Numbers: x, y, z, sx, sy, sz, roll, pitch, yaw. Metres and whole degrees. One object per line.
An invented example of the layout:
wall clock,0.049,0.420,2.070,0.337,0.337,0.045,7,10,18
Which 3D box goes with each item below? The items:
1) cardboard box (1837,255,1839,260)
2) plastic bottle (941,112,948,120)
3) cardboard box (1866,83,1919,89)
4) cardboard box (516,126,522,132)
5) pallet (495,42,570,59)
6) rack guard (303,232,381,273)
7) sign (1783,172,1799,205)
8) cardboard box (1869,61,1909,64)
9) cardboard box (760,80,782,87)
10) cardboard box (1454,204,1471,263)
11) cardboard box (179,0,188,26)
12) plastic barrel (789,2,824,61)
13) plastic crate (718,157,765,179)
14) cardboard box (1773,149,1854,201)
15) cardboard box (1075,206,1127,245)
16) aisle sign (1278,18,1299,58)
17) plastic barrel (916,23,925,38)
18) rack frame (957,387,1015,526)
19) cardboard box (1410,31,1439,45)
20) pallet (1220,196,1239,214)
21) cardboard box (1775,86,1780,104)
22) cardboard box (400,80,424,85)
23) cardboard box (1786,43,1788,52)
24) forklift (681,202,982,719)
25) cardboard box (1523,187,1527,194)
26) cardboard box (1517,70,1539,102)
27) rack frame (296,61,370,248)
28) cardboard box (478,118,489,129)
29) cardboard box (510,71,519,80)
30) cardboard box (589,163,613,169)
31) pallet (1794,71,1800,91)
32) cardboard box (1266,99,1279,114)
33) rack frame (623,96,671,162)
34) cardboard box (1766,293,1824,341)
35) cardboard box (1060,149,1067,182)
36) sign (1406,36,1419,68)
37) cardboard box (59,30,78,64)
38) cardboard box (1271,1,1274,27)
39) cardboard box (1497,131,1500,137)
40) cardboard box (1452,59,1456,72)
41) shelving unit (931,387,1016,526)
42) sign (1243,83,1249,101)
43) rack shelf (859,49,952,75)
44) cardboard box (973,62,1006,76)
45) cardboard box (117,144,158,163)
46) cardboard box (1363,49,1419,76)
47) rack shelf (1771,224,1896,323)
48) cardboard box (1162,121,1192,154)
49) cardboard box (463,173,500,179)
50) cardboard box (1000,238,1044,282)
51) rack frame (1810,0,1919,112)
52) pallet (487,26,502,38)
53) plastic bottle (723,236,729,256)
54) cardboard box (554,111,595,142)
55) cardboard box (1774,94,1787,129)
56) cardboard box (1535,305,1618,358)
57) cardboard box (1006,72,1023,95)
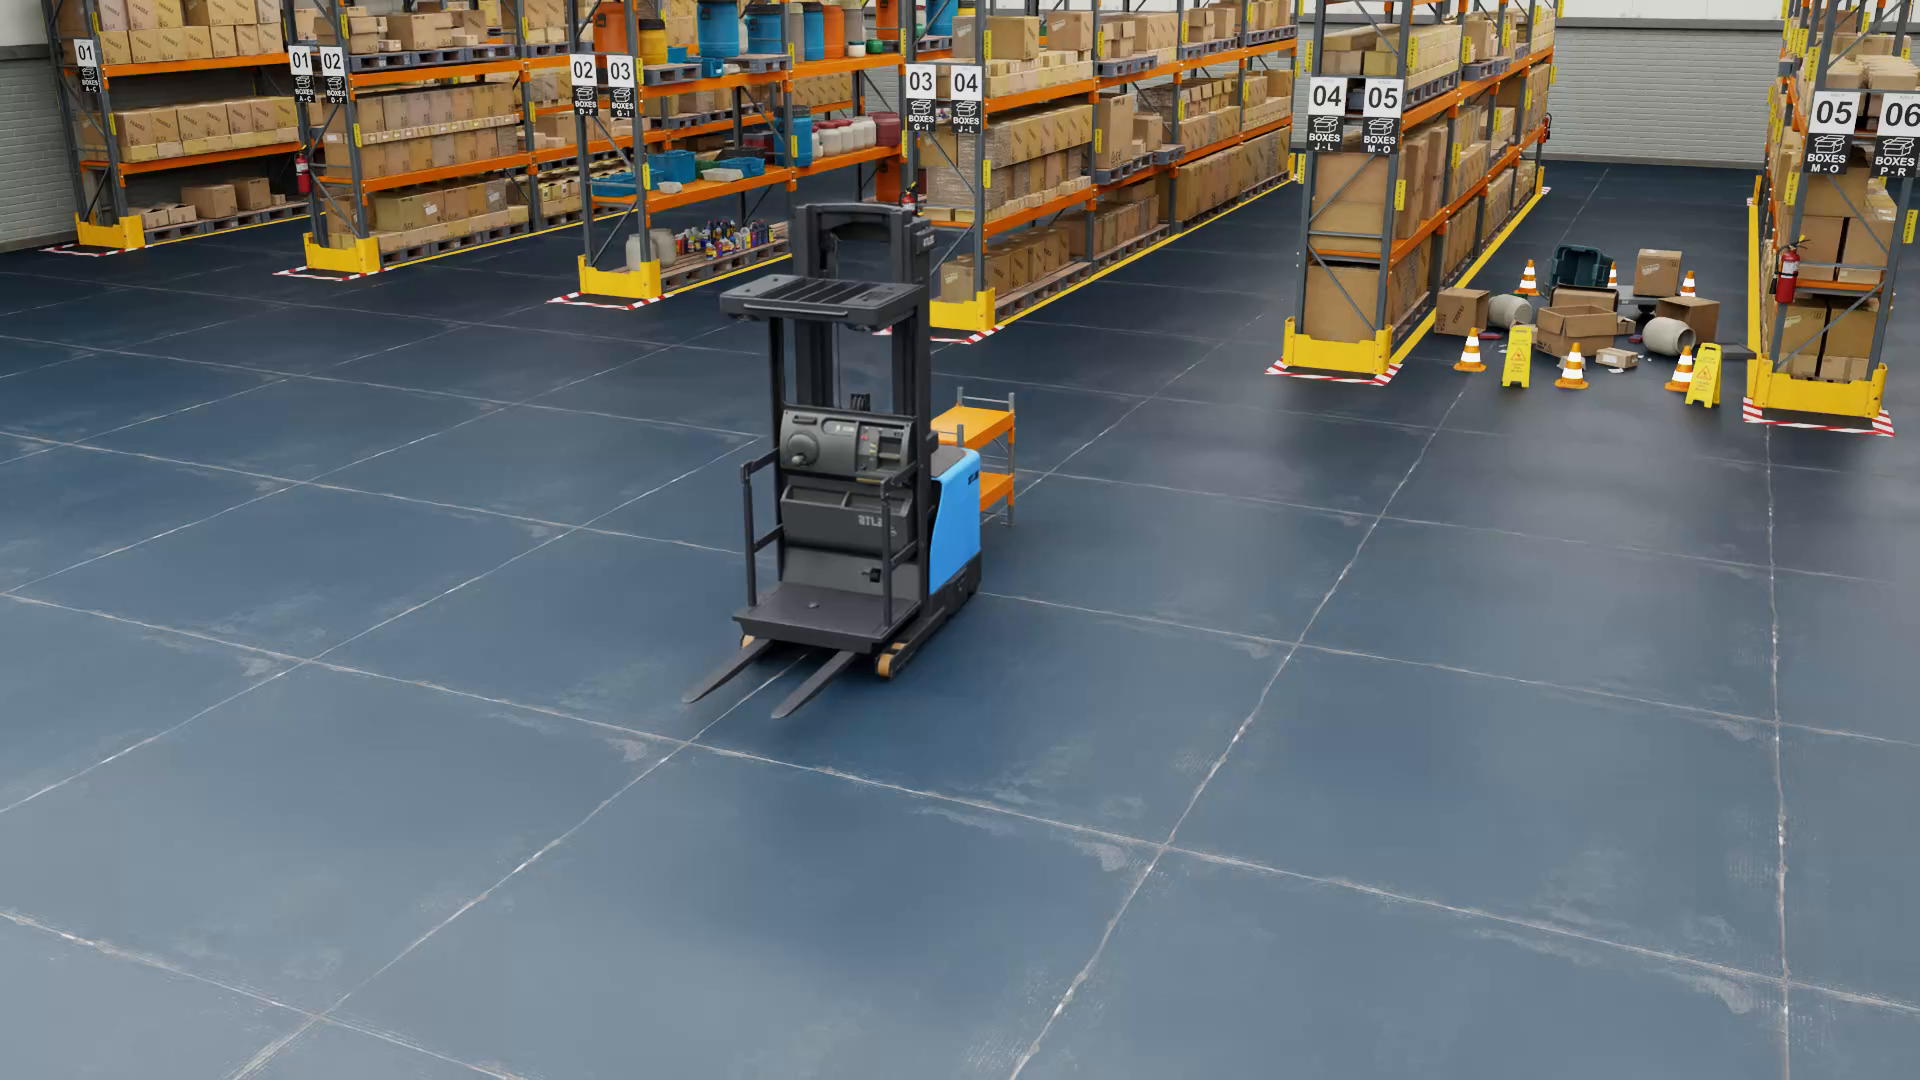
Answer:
cardboard box,9.743,-3.111,18.114,0.380,0.149,0.250,9,22,25
plastic bottle,-0.307,-7.782,30.949,0.144,0.351,0.185,9,21,23
cardboard box,9.532,-4.513,16.986,0.500,0.250,0.500,8,21,22
cardboard box,-9.669,-8.264,34.810,0.750,0.750,0.750,8,21,22
pallet,-7.222,-8.298,28.134,0.805,0.209,1.217,8,21,21
rack guard,-9.219,-4.296,24.802,1.175,0.500,0.348,9,21,23
sign,8.369,-3.537,16.739,0.100,0.325,0.005,9,21,23
cardboard box,10.105,-5.121,18.101,0.380,0.149,0.250,9,21,23
cardboard box,-3.846,-9.773,34.831,0.500,0.500,0.500,9,22,24
cardboard box,6.900,-4.551,24.519,1.050,0.750,0.750,9,21,24
cardboard box,-13.144,-8.737,27.411,0.500,0.500,0.500,9,21,23
plastic barrel,-2.508,-8.257,26.986,0.600,0.901,0.708,9,21,23
plastic crate,-3.260,-5.577,24.896,0.499,0.251,0.616,9,21,23
cardboard box,9.207,-3.929,17.954,0.700,0.500,0.500,8,21,22
cardboard box,2.177,-4.872,25.765,0.700,0.500,0.500,7,21,18
aisle sign,6.682,-10.217,33.842,0.394,0.787,0.004,9,21,23
plastic barrel,-0.773,-9.076,29.641,0.294,0.245,0.294,0,20,0
rack frame,0.211,-0.687,13.723,0.500,1.125,0.032,9,21,23
cardboard box,5.363,-5.850,19.373,0.380,0.149,0.250,9,21,23
pallet,4.493,-6.229,30.668,1.003,0.211,1.213,9,21,23
cardboard box,14.138,-7.440,28.272,0.500,0.500,0.500,9,21,23
cardboard box,-10.687,-8.955,32.399,0.380,0.149,0.250,5,20,14
cardboard box,12.944,-7.591,25.583,0.380,0.166,0.250,7,21,19
forklift,-0.837,-0.628,10.861,1.130,2.935,3.031,7,21,20
cardboard box,10.370,-6.559,31.063,0.380,0.149,0.250,9,21,24
cardboard box,10.064,-8.150,29.825,0.500,0.500,0.500,9,21,24
rack frame,-9.210,-5.481,24.403,1.000,3.000,0.127,9,21,23
cardboard box,-7.802,-6.708,26.736,0.380,0.149,0.250,9,21,23
cardboard box,-9.409,-9.733,34.618,0.500,0.250,0.500,8,21,22
cardboard box,-6.623,-6.811,30.785,0.500,0.311,0.500,8,21,21
pallet,11.277,-5.800,21.104,1.213,0.211,1.003,9,21,23
cardboard box,6.006,-8.586,32.914,0.500,0.250,0.500,8,21,21
rack frame,-5.934,-7.926,31.280,1.000,3.000,0.127,9,21,23
cardboard box,9.168,-2.457,18.259,0.500,0.500,0.500,9,22,25
cardboard box,0.987,-5.253,23.171,0.875,0.500,0.500,9,21,23
sign,4.814,-5.193,17.696,0.100,0.325,0.005,9,21,23
cardboard box,-13.791,-7.791,26.245,0.500,0.500,0.500,10,22,27
cardboard box,5.706,-10.230,32.357,0.700,0.500,0.500,7,21,19
cardboard box,8.493,-6.588,26.822,0.380,0.149,0.250,8,21,22
cardboard box,5.988,-5.939,20.815,0.380,0.149,0.250,9,21,24
shelving unit,0.003,-0.532,13.286,0.538,1.125,1.048,9,21,23
sign,5.240,-8.225,30.511,0.100,0.325,0.005,9,21,23
rack shelf,-0.597,-8.931,30.703,1.077,0.370,4.000,9,21,23
cardboard box,0.345,-5.769,20.367,0.380,0.149,0.250,9,21,24
cardboard box,-13.241,-6.204,26.630,0.500,0.250,0.500,8,21,21
cardboard box,4.742,-5.249,18.279,0.500,0.250,0.500,9,21,23
rack shelf,9.687,-3.033,18.594,1.077,0.370,4.000,9,21,23
cardboard box,3.550,-6.724,27.751,0.500,0.500,0.500,9,22,24
cardboard box,-8.047,-5.860,27.829,0.500,0.500,0.500,9,21,23
cardboard box,0.854,-3.870,22.977,0.500,0.500,0.500,7,21,18
rack frame,8.868,-5.587,15.749,1.000,3.000,0.127,9,21,23
pallet,-9.784,-10.476,34.253,1.003,0.211,1.213,10,22,25
plastic bottle,-3.484,-4.369,24.691,0.097,0.271,0.097,0,20,0
cardboard box,-6.821,-7.297,29.362,0.500,0.500,0.500,9,21,23
cardboard box,13.339,-6.852,26.618,0.500,0.500,0.500,9,21,23
cardboard box,7.277,-2.469,19.660,0.797,0.503,0.637,-5,20,-15
cardboard box,0.465,-5.733,20.861,0.500,0.250,0.500,8,21,21
